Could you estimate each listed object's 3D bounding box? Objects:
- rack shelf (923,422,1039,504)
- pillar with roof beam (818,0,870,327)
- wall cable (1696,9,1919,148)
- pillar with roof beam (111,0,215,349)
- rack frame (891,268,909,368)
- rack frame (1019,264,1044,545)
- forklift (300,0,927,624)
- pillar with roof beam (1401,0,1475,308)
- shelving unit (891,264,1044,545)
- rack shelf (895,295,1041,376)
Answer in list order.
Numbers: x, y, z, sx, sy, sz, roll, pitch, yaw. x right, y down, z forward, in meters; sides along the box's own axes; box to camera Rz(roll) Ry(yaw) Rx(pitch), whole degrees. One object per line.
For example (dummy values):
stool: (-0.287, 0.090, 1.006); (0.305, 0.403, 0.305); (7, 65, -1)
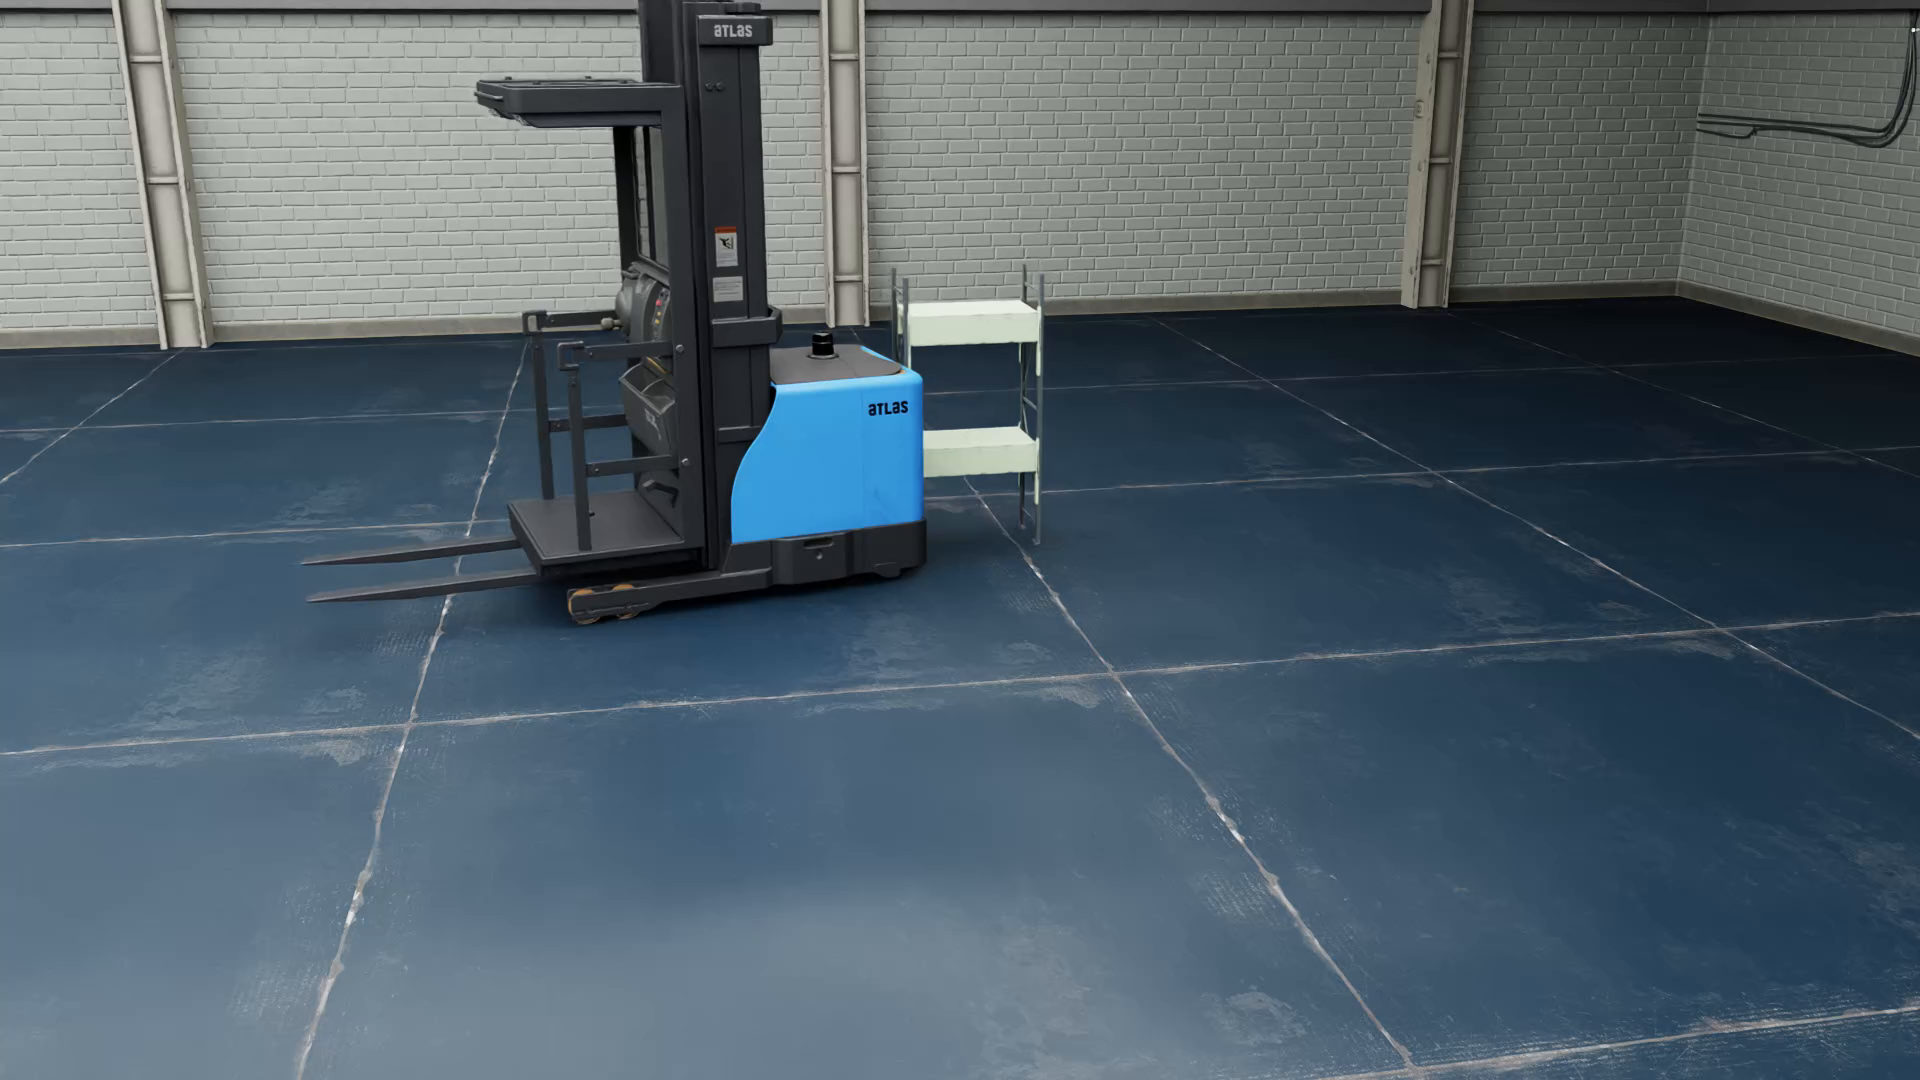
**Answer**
rack shelf: (0.036, -0.412, 9.208); (0.720, 0.370, 0.431); (-4, 17, -12)
pillar with roof beam: (-0.273, -5.155, 10.770); (0.400, 9.000, 9.100); (-3, 17, -10)
wall cable: (7.945, -5.029, 15.647); (0.112, 2.526, 3.097); (-3, 17, -10)
pillar with roof beam: (-6.164, -4.821, 9.682); (0.400, 9.000, 9.100); (-3, 17, -10)
rack frame: (-0.322, -0.700, 9.038); (0.023, 1.500, 0.400); (-4, 17, -12)
rack frame: (0.394, -0.746, 9.186); (0.023, 1.500, 0.400); (-4, 17, -12)
forklift: (-1.739, -1.172, 8.137); (3.031, 2.935, 1.130); (-7, 18, -22)
pillar with roof beam: (5.618, -5.489, 11.858); (0.400, 9.000, 9.100); (-3, 17, -10)
shelving unit: (0.036, -0.723, 9.112); (0.755, 1.500, 0.431); (-4, 17, -12)
rack shelf: (0.036, -1.096, 8.997); (0.720, 0.370, 0.431); (-4, 17, -12)
